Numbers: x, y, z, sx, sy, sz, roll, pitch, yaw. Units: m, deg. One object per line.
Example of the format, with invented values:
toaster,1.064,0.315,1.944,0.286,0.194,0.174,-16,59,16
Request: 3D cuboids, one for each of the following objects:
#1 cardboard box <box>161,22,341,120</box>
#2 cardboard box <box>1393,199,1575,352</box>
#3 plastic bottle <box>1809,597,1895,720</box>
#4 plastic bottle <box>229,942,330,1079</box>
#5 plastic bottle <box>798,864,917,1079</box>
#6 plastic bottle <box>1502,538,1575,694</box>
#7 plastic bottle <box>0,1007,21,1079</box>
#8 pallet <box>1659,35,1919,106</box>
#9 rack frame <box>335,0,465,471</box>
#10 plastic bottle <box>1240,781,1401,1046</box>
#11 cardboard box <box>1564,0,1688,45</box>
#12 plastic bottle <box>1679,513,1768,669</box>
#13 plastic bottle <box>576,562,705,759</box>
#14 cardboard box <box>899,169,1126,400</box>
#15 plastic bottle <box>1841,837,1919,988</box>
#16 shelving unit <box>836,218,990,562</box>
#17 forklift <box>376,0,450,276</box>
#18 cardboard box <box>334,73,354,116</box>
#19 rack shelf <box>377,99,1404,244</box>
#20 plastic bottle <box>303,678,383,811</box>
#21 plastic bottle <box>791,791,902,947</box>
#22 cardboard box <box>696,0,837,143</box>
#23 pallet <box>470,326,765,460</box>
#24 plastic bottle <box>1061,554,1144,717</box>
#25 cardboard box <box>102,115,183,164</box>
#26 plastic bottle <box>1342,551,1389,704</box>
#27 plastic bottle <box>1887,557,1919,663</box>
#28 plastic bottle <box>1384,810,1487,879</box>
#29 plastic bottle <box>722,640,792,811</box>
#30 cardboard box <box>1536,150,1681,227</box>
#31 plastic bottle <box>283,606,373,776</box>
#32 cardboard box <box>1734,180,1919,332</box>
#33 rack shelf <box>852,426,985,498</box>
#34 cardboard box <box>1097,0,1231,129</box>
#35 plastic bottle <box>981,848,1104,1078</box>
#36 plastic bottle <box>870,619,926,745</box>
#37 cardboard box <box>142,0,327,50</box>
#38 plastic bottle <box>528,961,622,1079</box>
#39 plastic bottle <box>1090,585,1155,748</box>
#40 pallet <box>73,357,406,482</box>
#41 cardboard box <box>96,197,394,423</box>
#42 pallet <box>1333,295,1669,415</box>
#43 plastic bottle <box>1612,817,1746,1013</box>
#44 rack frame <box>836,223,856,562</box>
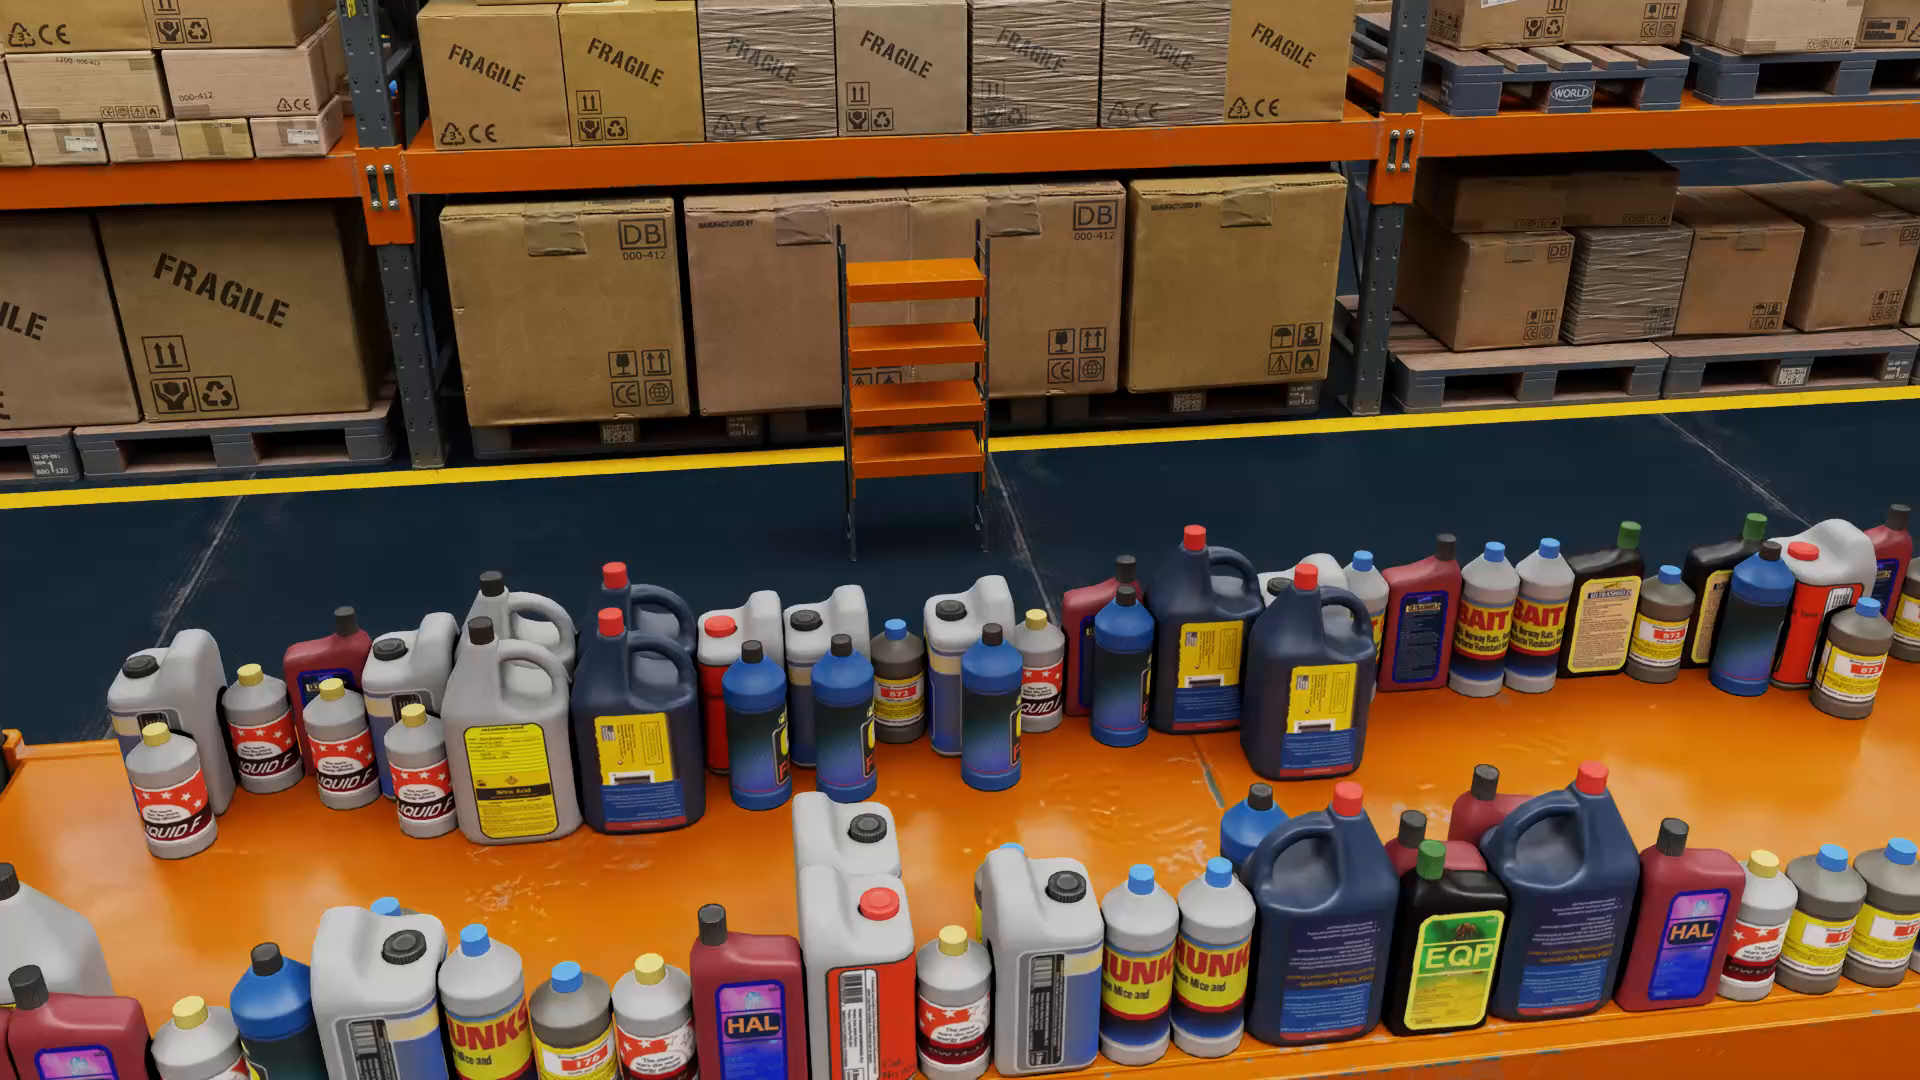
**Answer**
cardboard box,-2.646,-1.765,6.243,0.500,0.250,0.500,-4,27,-8
cardboard box,2.376,-1.236,7.630,0.500,0.500,0.700,-5,28,-10
plastic bottle,1.510,0.193,2.807,0.097,0.201,0.097,0,27,0
plastic bottle,-0.793,0.589,1.957,0.097,0.271,0.097,0,27,0
plastic bottle,-0.127,0.532,2.064,0.135,0.276,0.152,-4,27,-7
plastic bottle,0.995,0.124,2.863,0.097,0.271,0.097,0,27,0
plastic bottle,-1.133,0.614,1.895,0.133,0.283,0.061,-4,27,-7
pallet,3.670,-2.160,7.384,1.213,0.211,1.003,-4,27,-7
rack frame,-2.245,-1.846,6.563,0.127,3.000,1.000,-4,27,-7
plastic bottle,0.454,0.463,2.116,0.185,0.351,0.144,-4,27,-7
cardboard box,2.784,-2.465,7.199,0.500,0.500,0.700,0,27,1
plastic bottle,1.335,0.089,2.919,0.133,0.283,0.061,-4,27,-7
plastic bottle,-0.508,0.196,2.636,0.185,0.351,0.144,-4,27,-7
cardboard box,0.146,-1.255,7.277,0.875,0.875,1.225,-4,27,-7
plastic bottle,1.237,0.490,2.227,0.097,0.201,0.097,0,27,0
shelving unit,-0.164,-0.523,5.956,0.503,1.200,0.258,-4,27,-7
forklift,-2.307,-2.999,8.885,3.031,2.935,1.130,-9,29,-17
cardboard box,-2.585,-1.866,6.877,0.250,0.149,0.380,-4,27,-7
rack shelf,-0.265,-1.654,6.975,4.000,0.370,1.077,-4,27,-7
plastic bottle,-0.959,0.309,2.580,0.097,0.201,0.097,0,27,0
plastic bottle,-0.148,0.463,2.198,0.135,0.276,0.152,-4,27,-7
cardboard box,-0.762,-1.871,6.502,0.500,0.500,0.500,-4,27,-8
pallet,-1.492,-0.689,7.361,1.213,0.211,1.003,-4,27,-7
plastic bottle,0.237,0.159,2.782,0.133,0.283,0.061,-4,27,-7
cardboard box,-3.011,-1.534,6.230,0.250,0.149,0.380,-4,27,-8
plastic bottle,0.670,0.145,2.822,0.097,0.271,0.097,0,27,0
plastic bottle,1.717,0.109,2.969,0.097,0.201,0.097,0,27,0
plastic bottle,0.609,0.474,2.168,0.133,0.283,0.061,-4,27,-7
plastic bottle,-0.313,0.279,2.562,0.097,0.271,0.097,0,27,0
cardboard box,2.899,-1.613,7.542,0.500,0.250,0.500,-1,27,-1
plastic bottle,-0.987,0.238,2.628,0.133,0.283,0.061,-4,27,-7
cardboard box,4.037,-1.352,7.855,0.500,0.500,0.700,-6,28,-12
rack shelf,-0.164,-0.287,6.077,0.480,0.148,0.258,-4,27,-7
cardboard box,0.767,-1.973,6.700,0.500,0.500,0.500,-4,27,-8
plastic bottle,0.103,0.517,2.093,0.135,0.276,0.152,-4,27,-7
plastic bottle,-0.105,0.226,2.741,0.097,0.201,0.097,0,27,0
cardboard box,-2.663,-2.096,6.065,0.500,0.500,0.500,-3,27,-6
plastic bottle,-0.467,0.599,2.014,0.097,0.201,0.097,0,27,0
plastic bottle,0.266,0.199,2.717,0.097,0.271,0.097,0,27,0
pallet,-3.009,-0.593,7.174,1.213,0.211,1.003,-4,27,-7
cardboard box,-2.910,-1.082,6.941,0.875,0.875,0.875,-4,27,-7
pallet,2.490,-0.909,7.791,1.213,0.211,1.003,-4,27,-7
plastic bottle,0.933,0.481,2.154,0.133,0.283,0.061,-4,27,-7
rack frame,-0.406,-0.508,5.925,0.015,1.200,0.240,-4,27,-7
